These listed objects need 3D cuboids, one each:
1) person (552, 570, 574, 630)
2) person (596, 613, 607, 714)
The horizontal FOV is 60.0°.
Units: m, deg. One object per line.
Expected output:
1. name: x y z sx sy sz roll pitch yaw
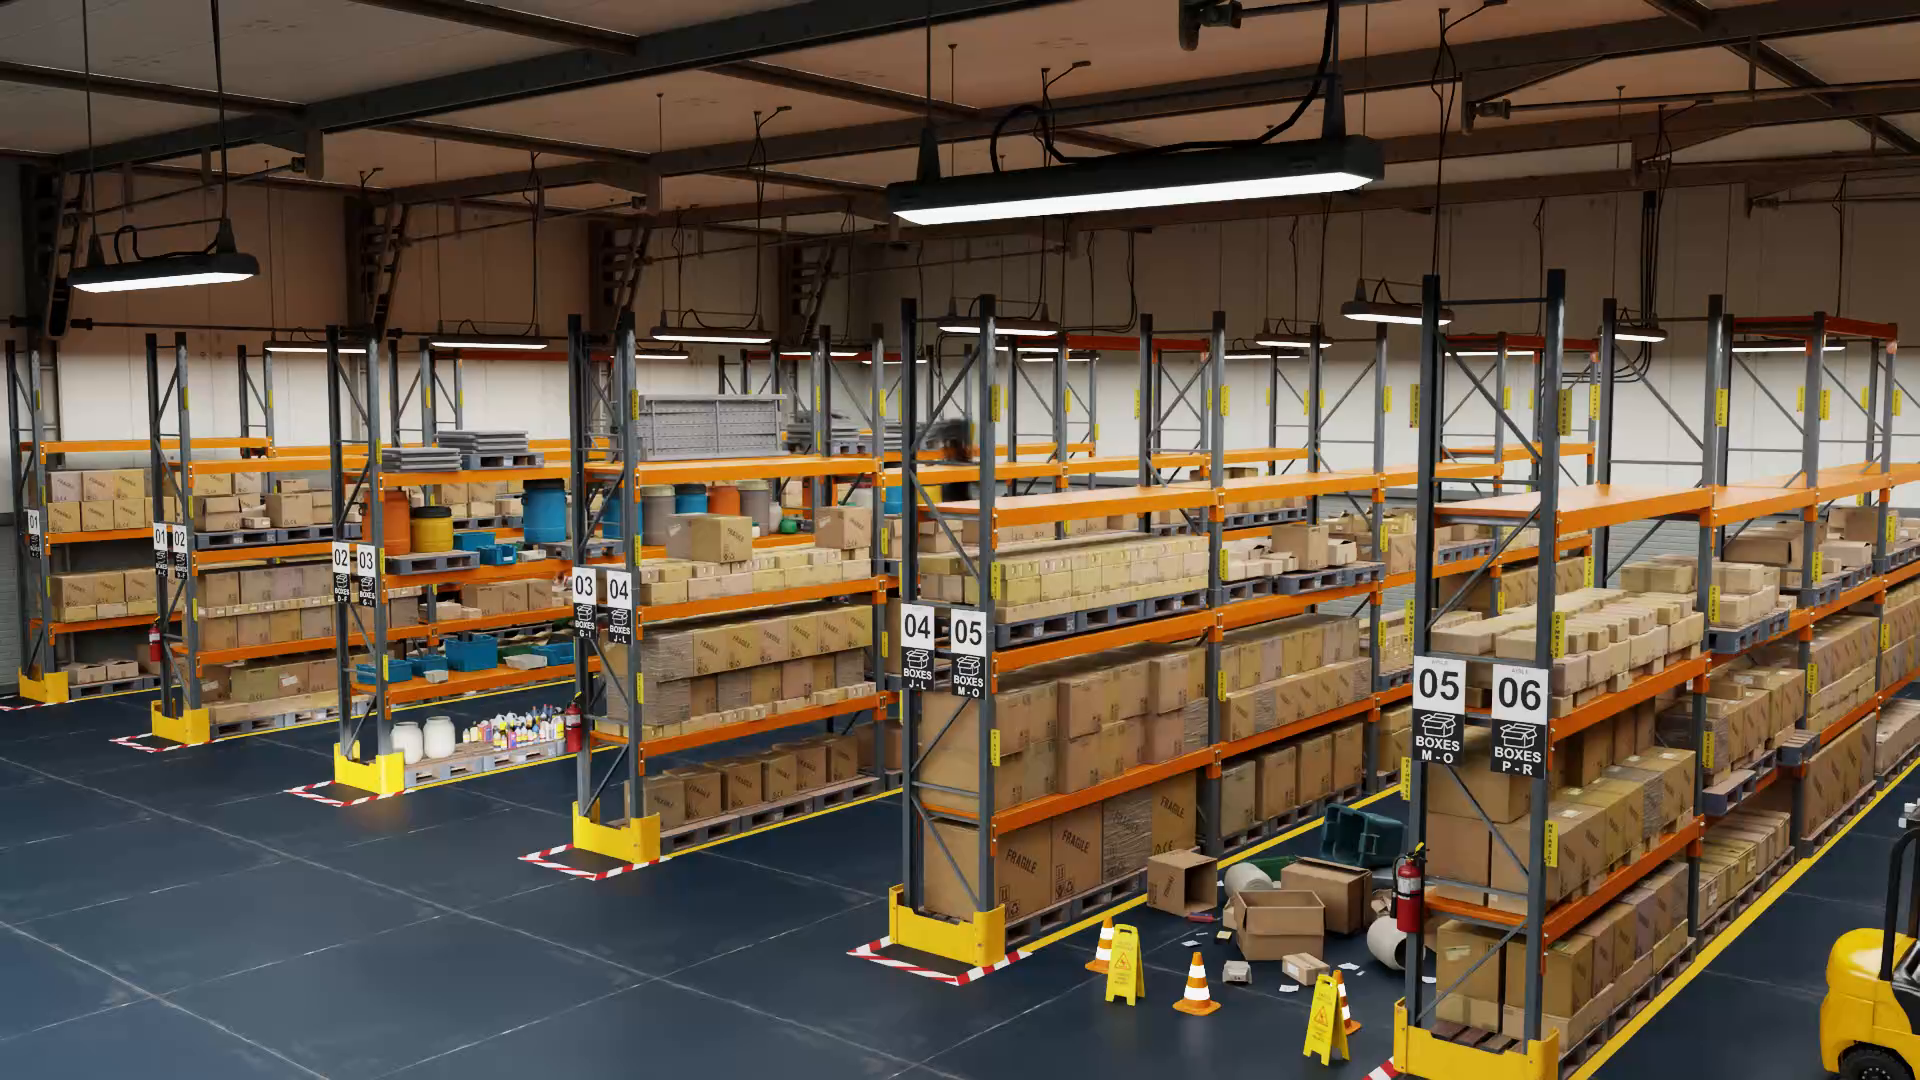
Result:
1. person: -7.902 1.317 33.328 0.670 1.715 0.704 2 6 21
2. person: -5.529 1.969 26.648 0.937 1.761 0.730 -4 7 -38
